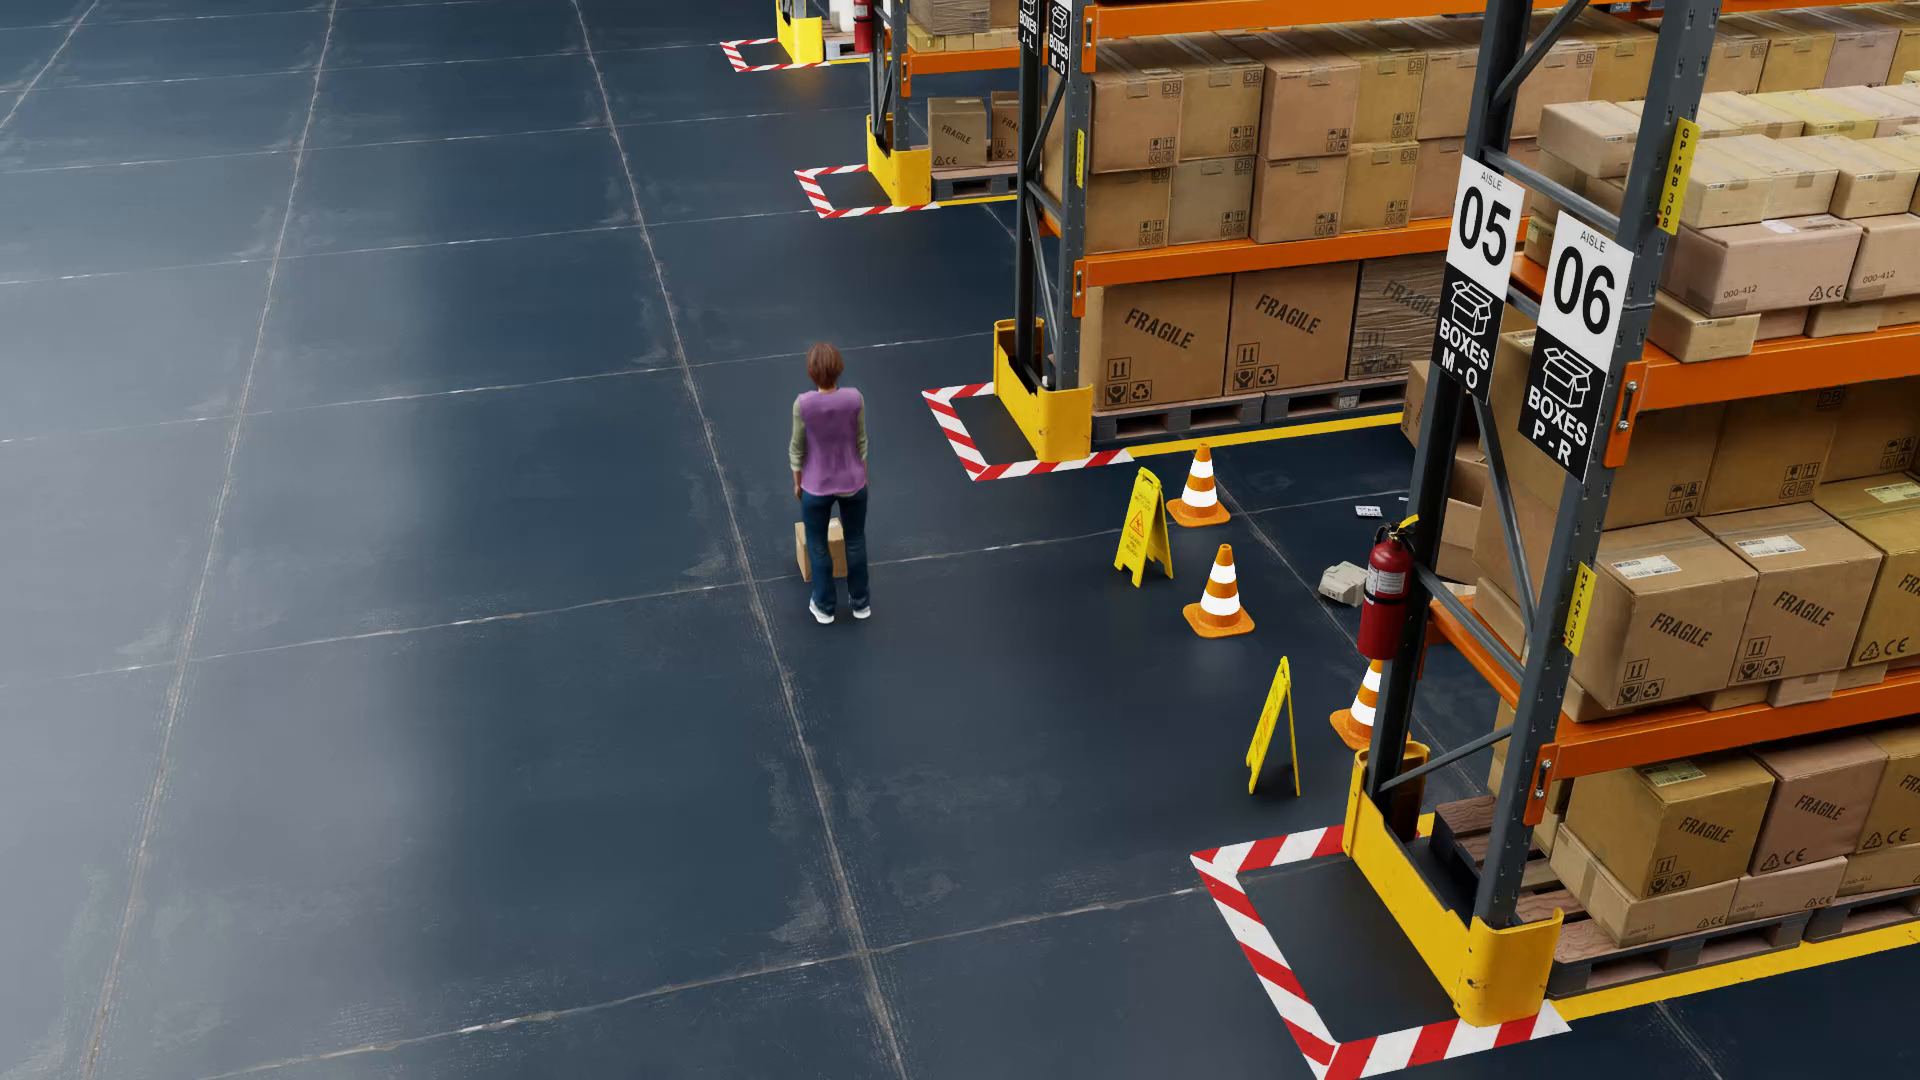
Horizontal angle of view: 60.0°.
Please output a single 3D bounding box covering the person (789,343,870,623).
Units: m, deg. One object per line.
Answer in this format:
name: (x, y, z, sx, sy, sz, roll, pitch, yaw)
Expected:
person: (-0.683, -0.277, 8.727, 0.408, 1.580, 0.301, -7, 31, -12)
